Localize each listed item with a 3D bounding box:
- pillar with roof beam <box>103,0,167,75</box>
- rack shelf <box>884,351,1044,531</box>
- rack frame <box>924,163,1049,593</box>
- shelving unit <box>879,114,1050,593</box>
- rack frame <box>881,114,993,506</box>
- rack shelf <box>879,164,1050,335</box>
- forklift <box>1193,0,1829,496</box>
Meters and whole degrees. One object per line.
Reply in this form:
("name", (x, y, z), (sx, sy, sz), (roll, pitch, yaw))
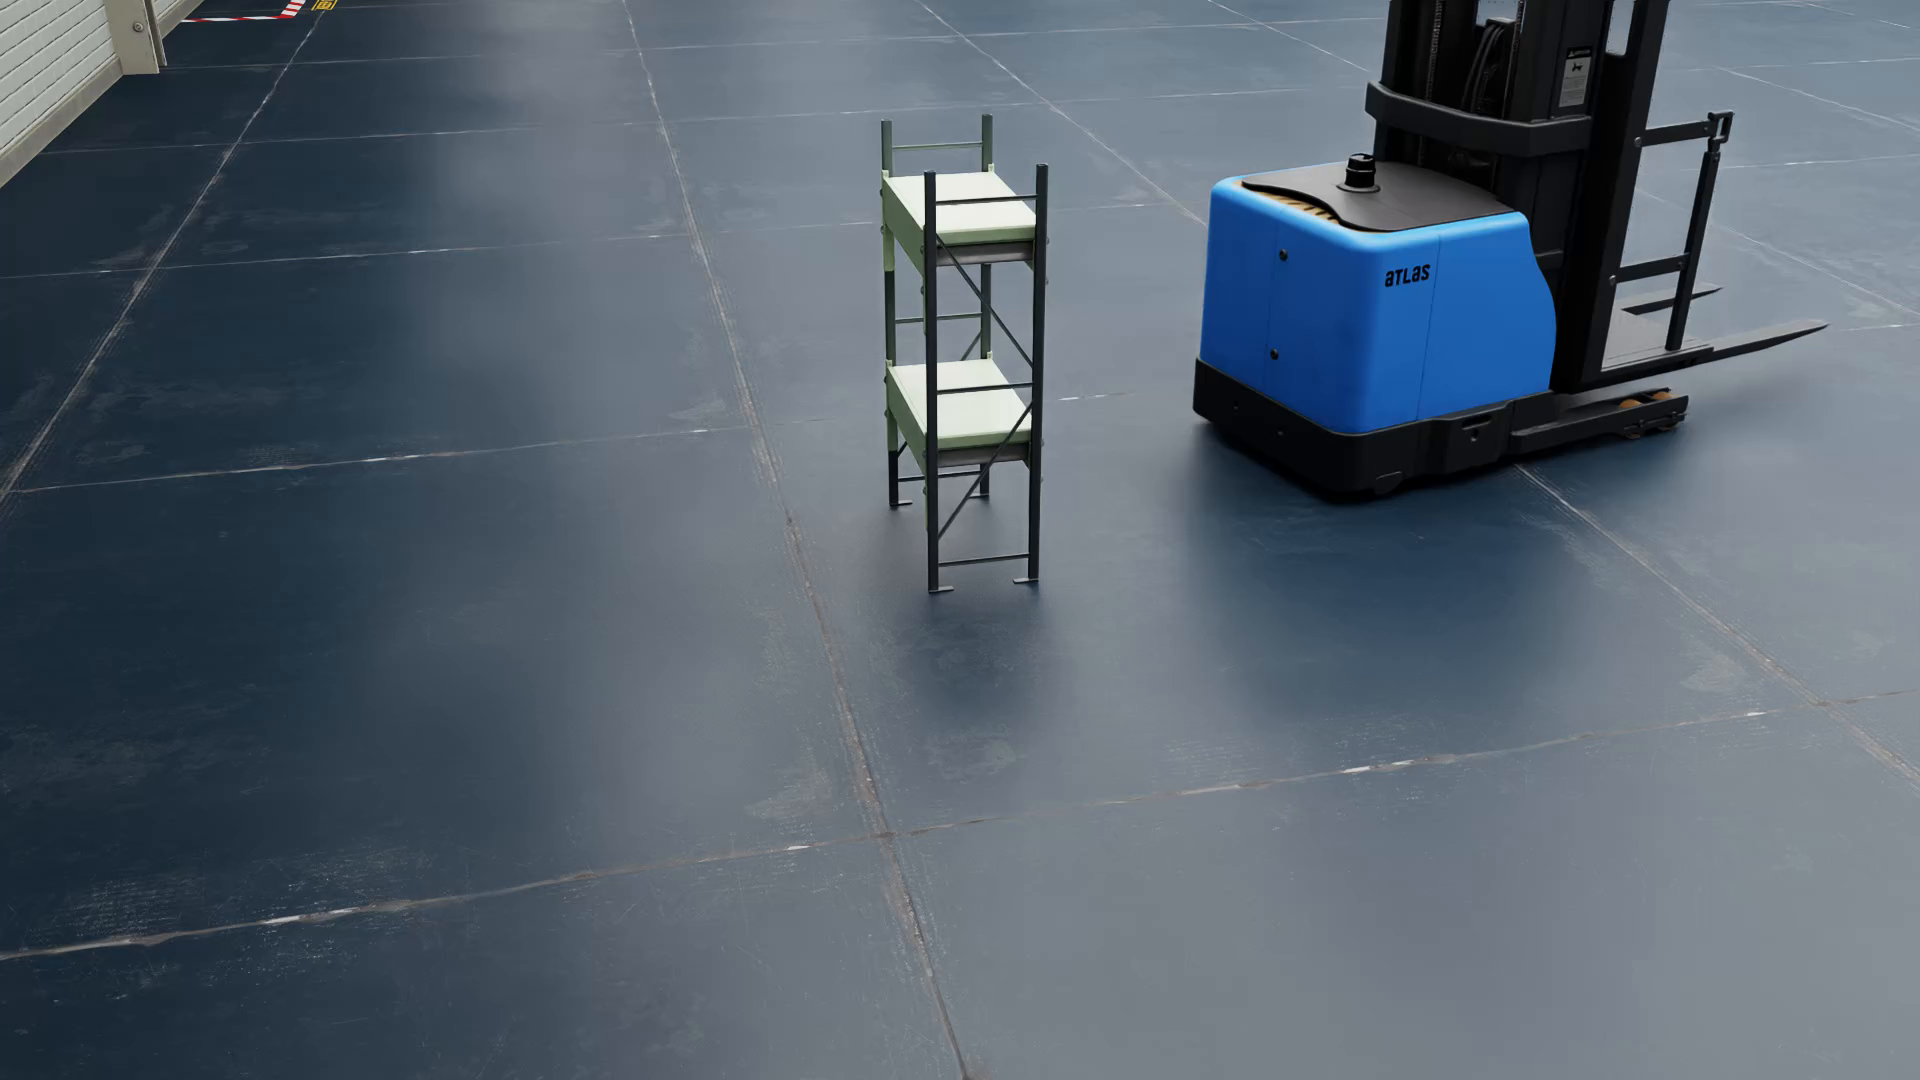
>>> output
("pillar with roof beam", (-2.791, -8.477, 13.059), (9.100, 9.000, 0.400), (-6, 27, -12))
("rack shelf", (0.002, -0.376, 6.053), (0.431, 0.370, 0.720), (-6, 27, -12))
("rack frame", (0.084, -0.506, 5.588), (0.400, 1.500, 0.023), (-6, 27, -12))
("shelving unit", (0.002, -0.667, 5.906), (0.431, 1.500, 0.755), (-6, 27, -12))
("rack frame", (-0.081, -0.827, 6.225), (0.400, 1.500, 0.023), (-6, 27, -12))
("rack shelf", (0.002, -1.015, 5.730), (0.431, 0.370, 0.720), (-6, 27, -12))
("forklift", (2.559, -1.937, 6.834), (3.031, 2.935, 1.130), (-13, 30, -24))
